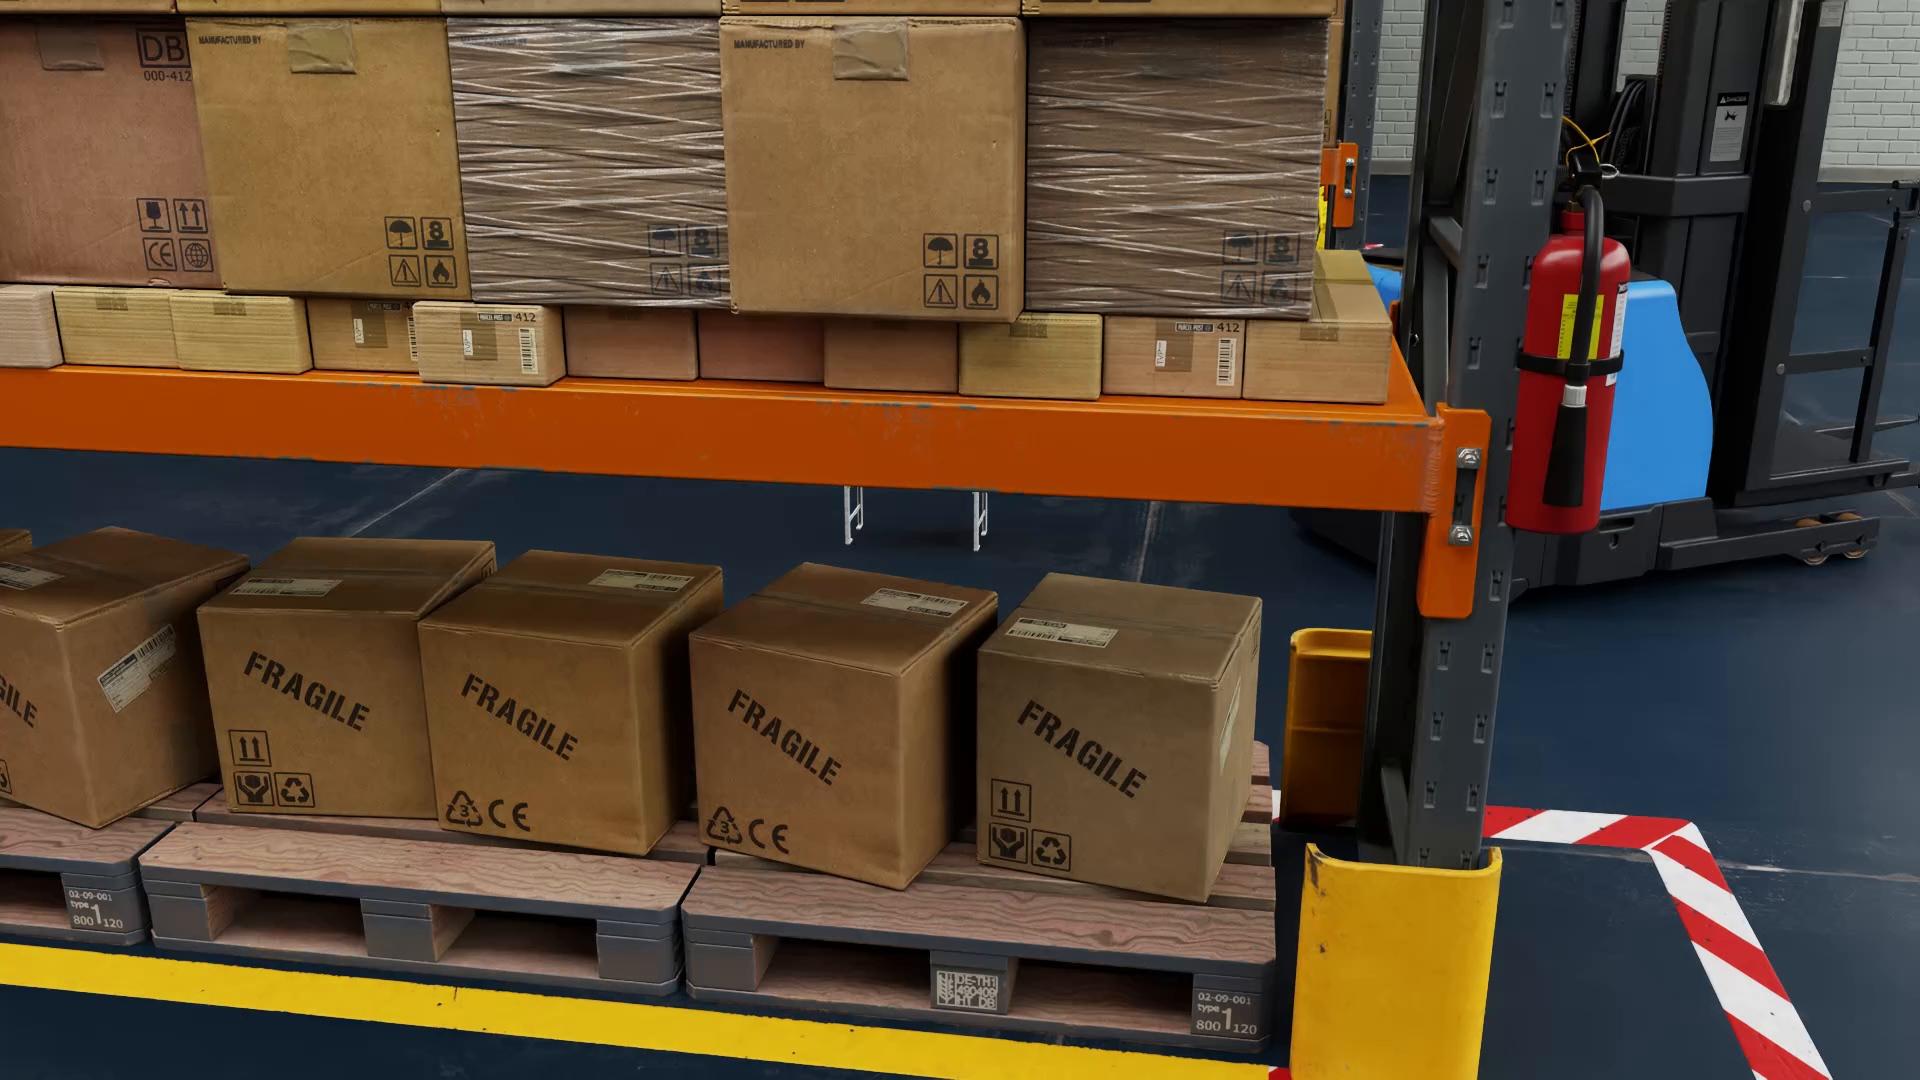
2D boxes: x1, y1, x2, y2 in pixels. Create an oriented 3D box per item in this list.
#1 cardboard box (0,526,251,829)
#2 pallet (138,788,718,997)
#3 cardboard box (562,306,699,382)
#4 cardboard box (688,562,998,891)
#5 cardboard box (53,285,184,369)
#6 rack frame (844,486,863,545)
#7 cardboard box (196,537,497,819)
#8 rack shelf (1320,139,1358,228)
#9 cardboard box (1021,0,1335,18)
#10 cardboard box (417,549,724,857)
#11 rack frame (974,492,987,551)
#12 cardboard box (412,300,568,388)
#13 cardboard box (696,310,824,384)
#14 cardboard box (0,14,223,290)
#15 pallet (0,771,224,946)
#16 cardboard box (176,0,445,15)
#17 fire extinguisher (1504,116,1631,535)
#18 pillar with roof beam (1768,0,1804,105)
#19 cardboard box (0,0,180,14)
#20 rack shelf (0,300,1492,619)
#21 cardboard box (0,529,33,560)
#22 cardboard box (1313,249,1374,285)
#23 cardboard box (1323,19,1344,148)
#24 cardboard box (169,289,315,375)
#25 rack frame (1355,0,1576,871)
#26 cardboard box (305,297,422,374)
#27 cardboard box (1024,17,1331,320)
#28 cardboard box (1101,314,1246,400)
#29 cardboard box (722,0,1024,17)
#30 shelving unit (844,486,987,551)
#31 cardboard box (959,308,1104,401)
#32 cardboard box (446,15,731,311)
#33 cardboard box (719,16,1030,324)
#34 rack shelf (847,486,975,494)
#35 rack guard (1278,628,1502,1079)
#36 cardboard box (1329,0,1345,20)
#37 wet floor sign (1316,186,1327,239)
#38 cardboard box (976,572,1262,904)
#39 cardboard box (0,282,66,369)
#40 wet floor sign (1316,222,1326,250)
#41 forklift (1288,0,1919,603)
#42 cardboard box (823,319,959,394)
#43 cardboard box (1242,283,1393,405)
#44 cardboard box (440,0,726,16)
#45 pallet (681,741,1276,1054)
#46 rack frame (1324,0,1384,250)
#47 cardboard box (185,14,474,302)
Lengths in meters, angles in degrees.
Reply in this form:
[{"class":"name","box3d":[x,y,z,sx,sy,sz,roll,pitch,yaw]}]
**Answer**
[{"class":"cardboard box","box3d":[-2.028,0.305,3.942,0.500,0.500,0.500,9,21,26]},{"class":"pallet","box3d":[-1.106,0.665,3.982,1.213,0.211,1.003,3,19,9]},{"class":"cardboard box","box3d":[-0.585,-0.427,3.249,0.250,0.149,0.380,3,19,9]},{"class":"cardboard box","box3d":[-0.243,0.391,3.685,0.500,0.500,0.500,8,20,23]},{"class":"cardboard box","box3d":[-1.581,-0.461,3.350,0.250,0.149,0.380,3,19,9]},{"class":"rack frame","box3d":[-0.404,-0.590,6.174,0.015,1.200,0.240,3,19,9]},{"class":"cardboard box","box3d":[-1.402,0.312,3.922,0.500,0.500,0.500,1,19,4]},{"class":"rack shelf","box3d":[-0.122,-1.847,8.231,4.000,0.370,1.077,3,19,9]},{"class":"cardboard box","box3d":[0.384,-1.152,2.817,0.500,0.500,0.500,3,19,9]},{"class":"cardboard box","box3d":[-0.858,0.354,3.796,0.500,0.500,0.500,5,19,14]},{"class":"rack frame","box3d":[0.077,-0.565,6.101,0.015,1.200,0.240,3,19,9]},{"class":"cardboard box","box3d":[-0.846,-0.412,3.204,0.250,0.149,0.380,3,19,9]},{"class":"cardboard box","box3d":[-0.334,-0.422,3.233,0.250,0.149,0.380,3,19,9]},{"class":"cardboard box","box3d":[-1.551,-0.857,3.511,0.500,0.500,0.875,3,19,9]},{"class":"pallet","box3d":[-2.315,0.605,4.163,1.213,0.211,1.003,3,19,9]},{"class":"cardboard box","box3d":[-1.096,-1.229,3.047,0.500,0.500,0.500,3,19,9]},{"class":"fire extinguisher","box3d":[1.006,-0.352,2.751,0.183,0.674,0.296,3,19,9]},{"class":"pillar with roof beam","box3d":[8.018,-6.711,12.178,0.400,9.000,9.100,3,19,9]},{"class":"cardboard box","box3d":[-1.592,-1.251,3.112,0.500,0.500,0.500,3,19,9]},{"class":"rack shelf","box3d":[-1.009,-0.299,3.602,4.000,0.370,1.077,3,19,9]},{"class":"cardboard box","box3d":[-2.595,0.278,4.021,0.500,0.500,0.500,2,19,7]},{"class":"cardboard box","box3d":[0.723,-0.509,3.493,0.250,0.149,0.380,3,19,9]},{"class":"cardboard box","box3d":[1.479,-2.164,7.806,0.550,0.550,0.875,3,19,9]},{"class":"cardboard box","box3d":[-1.336,-0.445,3.302,0.250,0.149,0.380,3,19,9]},{"class":"rack frame","box3d":[0.966,-0.539,3.187,0.127,3.000,1.000,3,19,9]},{"class":"cardboard box","box3d":[-1.081,-0.447,3.306,0.250,0.149,0.380,3,19,9]},{"class":"cardboard box","box3d":[0.427,-0.764,3.232,0.500,0.500,0.875,3,19,9]},{"class":"cardboard box","box3d":[0.405,-0.382,3.115,0.250,0.149,0.380,3,19,9]},{"class":"cardboard box","box3d":[-0.111,-1.175,2.887,0.500,0.500,0.500,3,19,9]},{"class":"shelving unit","box3d":[-0.163,-0.577,6.138,0.503,1.200,0.258,3,19,9]},{"class":"cardboard box","box3d":[0.150,-0.379,3.104,0.250,0.149,0.380,3,19,9]},{"class":"cardboard box","box3d":[-0.572,-0.790,3.311,0.500,0.500,0.875,3,19,9]},{"class":"cardboard box","box3d":[-0.085,-0.751,3.195,0.500,0.500,0.875,3,19,9]},{"class":"rack shelf","box3d":[-0.163,-0.289,6.234,0.480,0.148,0.258,3,19,9]},{"class":"rack guard","box3d":[0.891,0.642,3.595,0.348,0.500,1.175,3,19,9]},{"class":"cardboard box","box3d":[1.492,-2.702,7.713,0.550,0.550,0.875,3,19,9]},{"class":"wet floor sign","box3d":[2.556,-2.183,11.809,0.232,0.644,0.267,10,21,27]},{"class":"cardboard box","box3d":[0.352,0.410,3.627,0.500,0.500,0.500,7,20,19]},{"class":"cardboard box","box3d":[-1.834,-0.461,3.348,0.250,0.149,0.380,3,19,9]},{"class":"wet floor sign","box3d":[2.195,-1.590,10.039,0.232,0.644,0.267,0,19,-1]},{"class":"forklift","box3d":[2.824,-1.446,6.007,3.031,2.935,1.130,-7,20,-20]},{"class":"cardboard box","box3d":[-0.094,-0.396,3.156,0.250,0.149,0.380,3,19,9]},{"class":"cardboard box","box3d":[0.652,-0.370,3.077,0.250,0.149,0.380,3,19,9]},{"class":"cardboard box","box3d":[-0.604,-1.201,2.964,0.500,0.500,0.500,3,19,9]},{"class":"pallet","box3d":[0.095,0.727,3.796,1.213,0.211,1.003,3,19,9]},{"class":"rack frame","box3d":[1.853,-2.088,7.816,0.127,3.000,1.000,3,19,9]},{"class":"cardboard box","box3d":[-1.064,-0.819,3.397,0.500,0.500,0.875,3,19,9]}]
